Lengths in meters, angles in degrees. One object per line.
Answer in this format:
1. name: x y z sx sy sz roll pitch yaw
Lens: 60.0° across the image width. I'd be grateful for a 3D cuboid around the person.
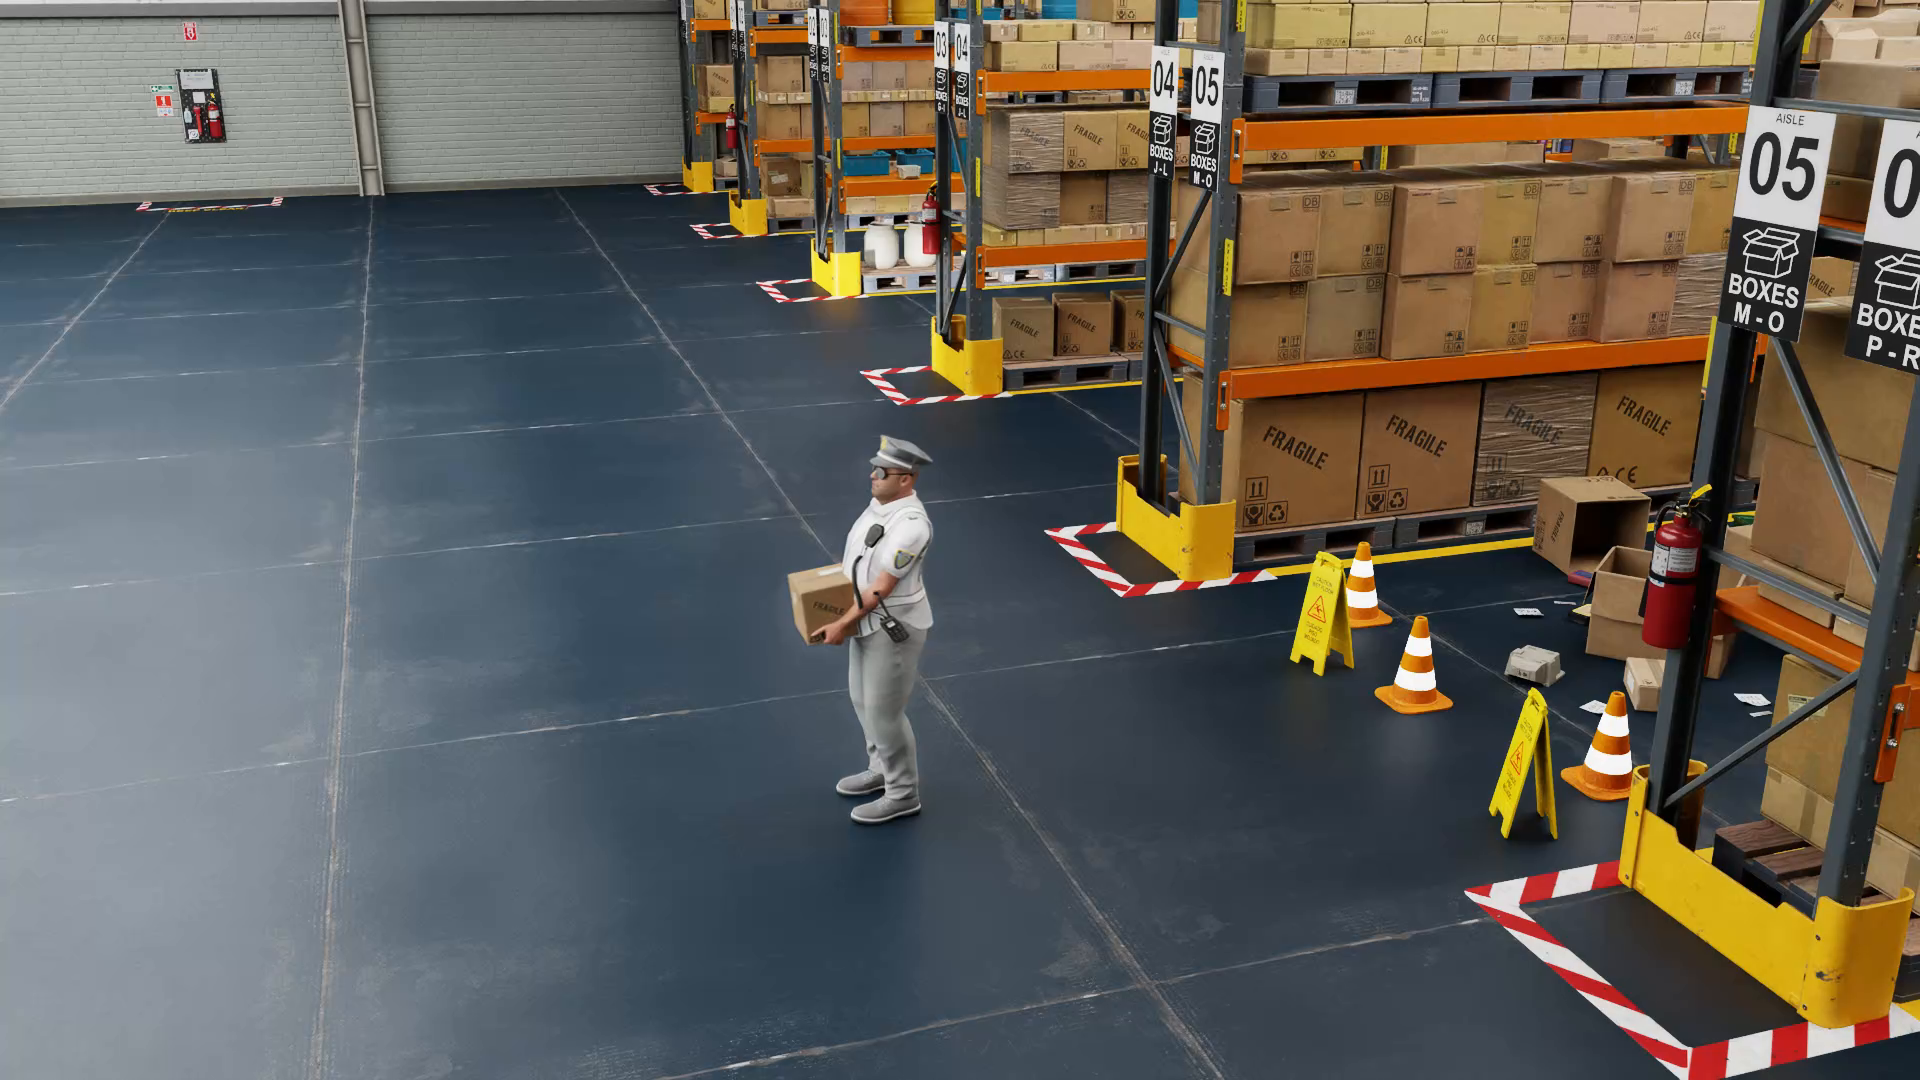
1. person: -0.405 0.390 7.397 0.573 1.767 0.493 -6 20 -17
